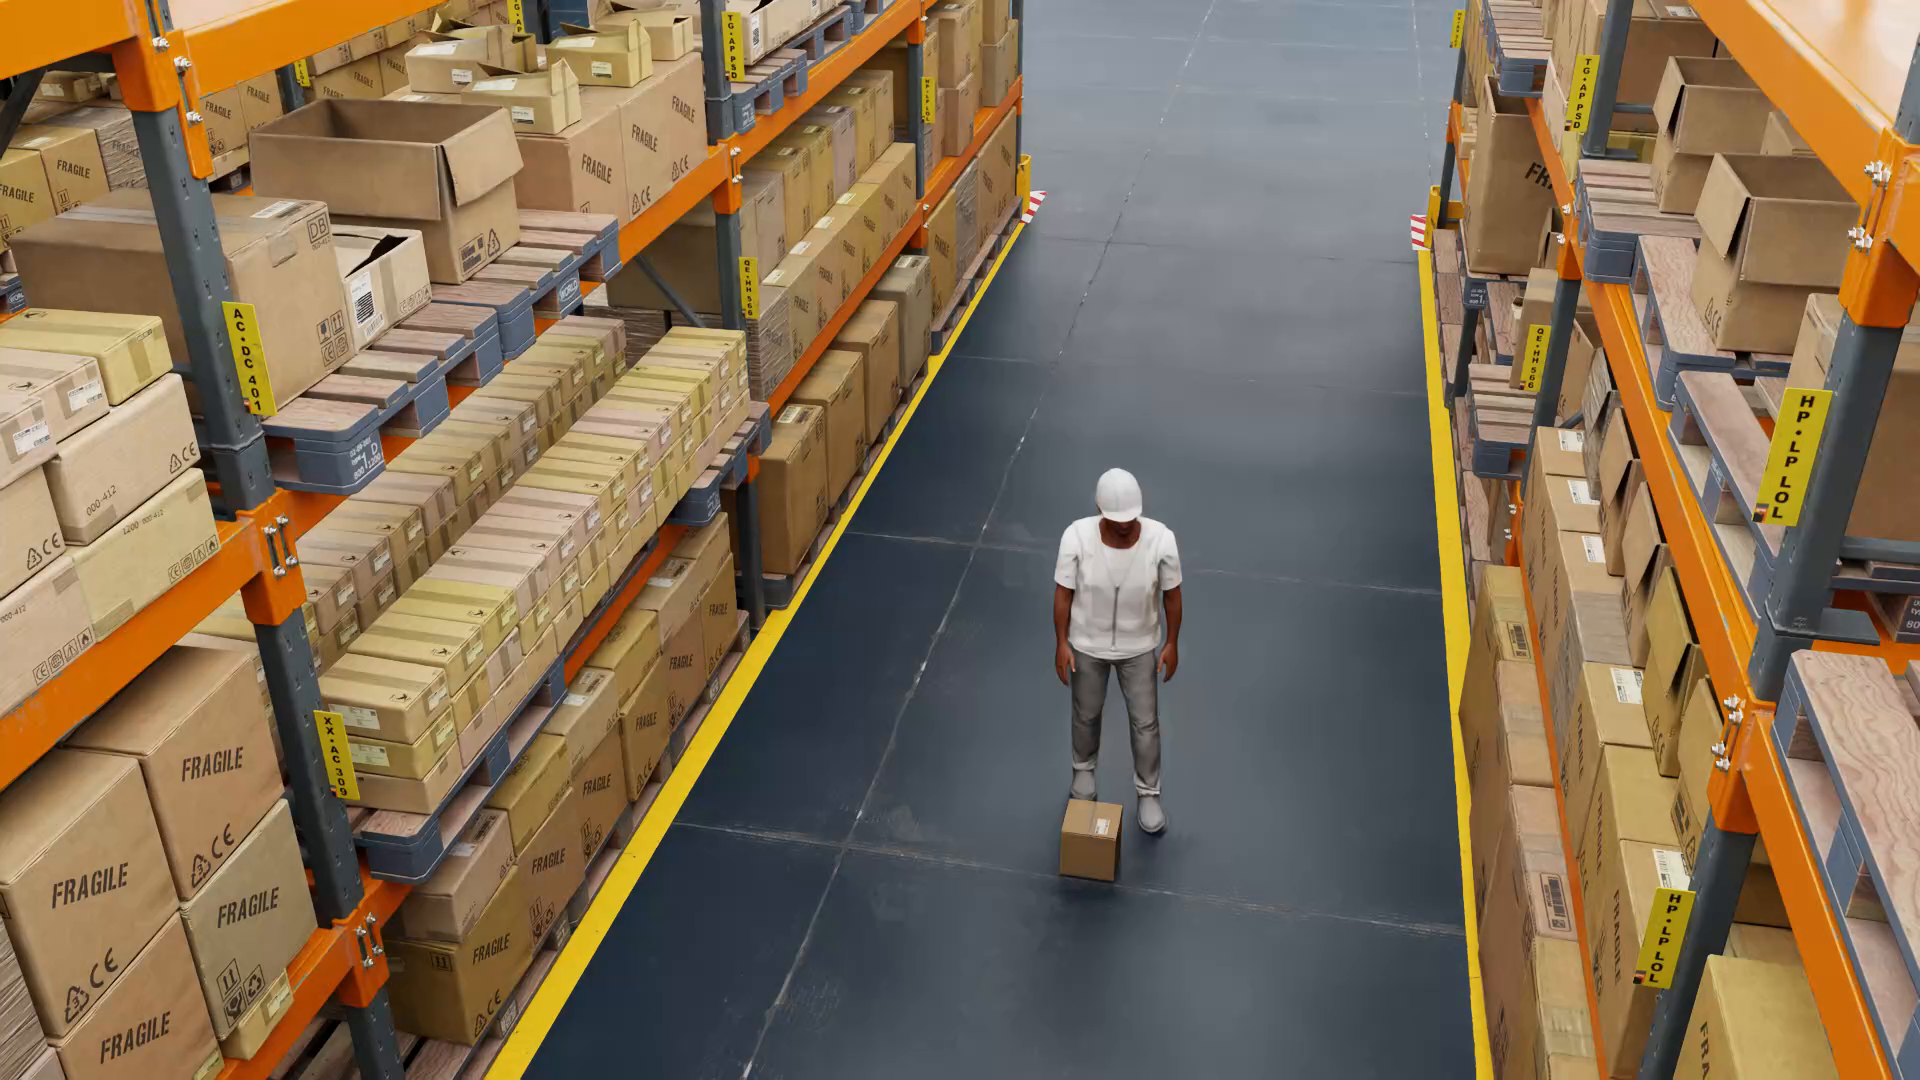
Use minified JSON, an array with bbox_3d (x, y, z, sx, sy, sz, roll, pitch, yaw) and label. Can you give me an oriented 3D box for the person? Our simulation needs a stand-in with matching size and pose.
[{"bbox_3d":[0.722,0.493,7.682,0.590,1.781,0.509,2,29,4],"label":"person"}]
